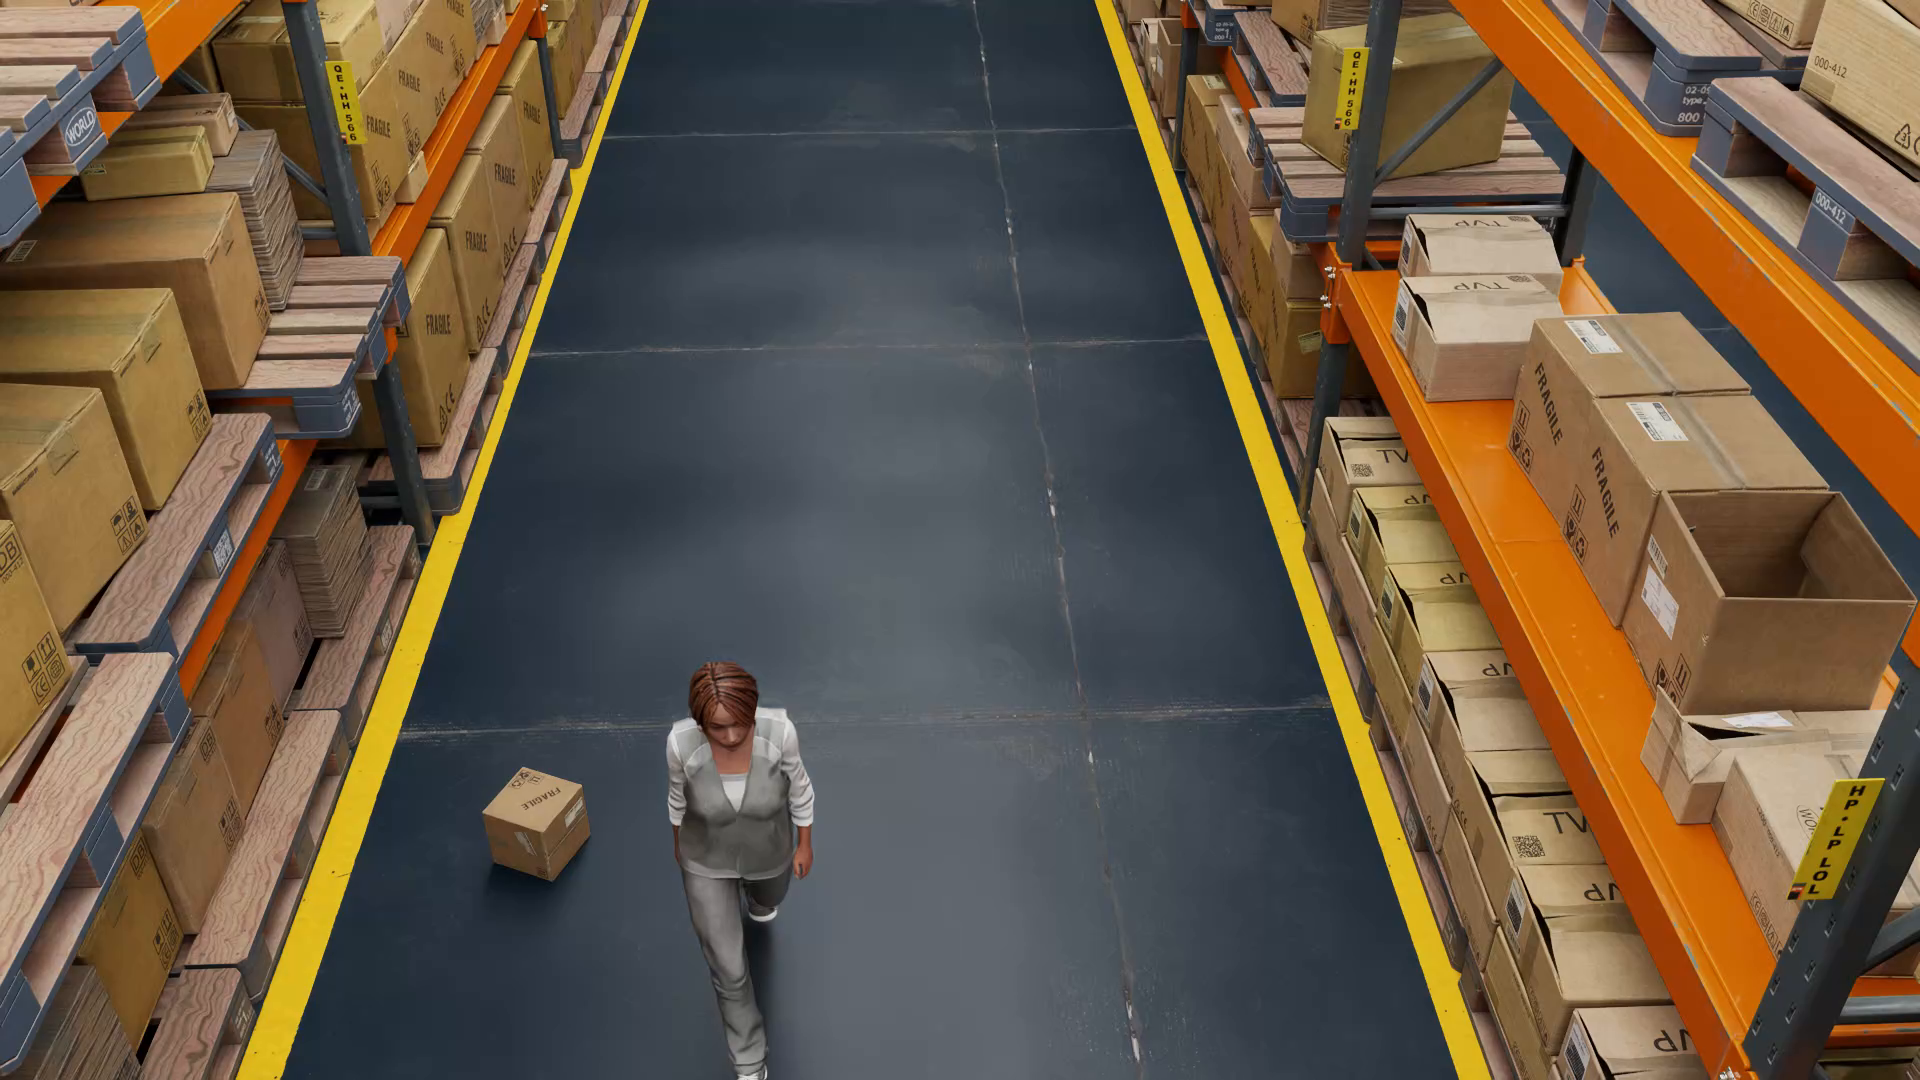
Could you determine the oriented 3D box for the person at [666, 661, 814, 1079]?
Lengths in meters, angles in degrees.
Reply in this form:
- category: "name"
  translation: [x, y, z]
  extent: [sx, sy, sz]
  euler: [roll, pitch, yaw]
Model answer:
- category: "person"
  translation: [-0.645, 0.876, 4.954]
  extent: [0.417, 1.534, 0.980]
  euler: [-9, 37, -13]
